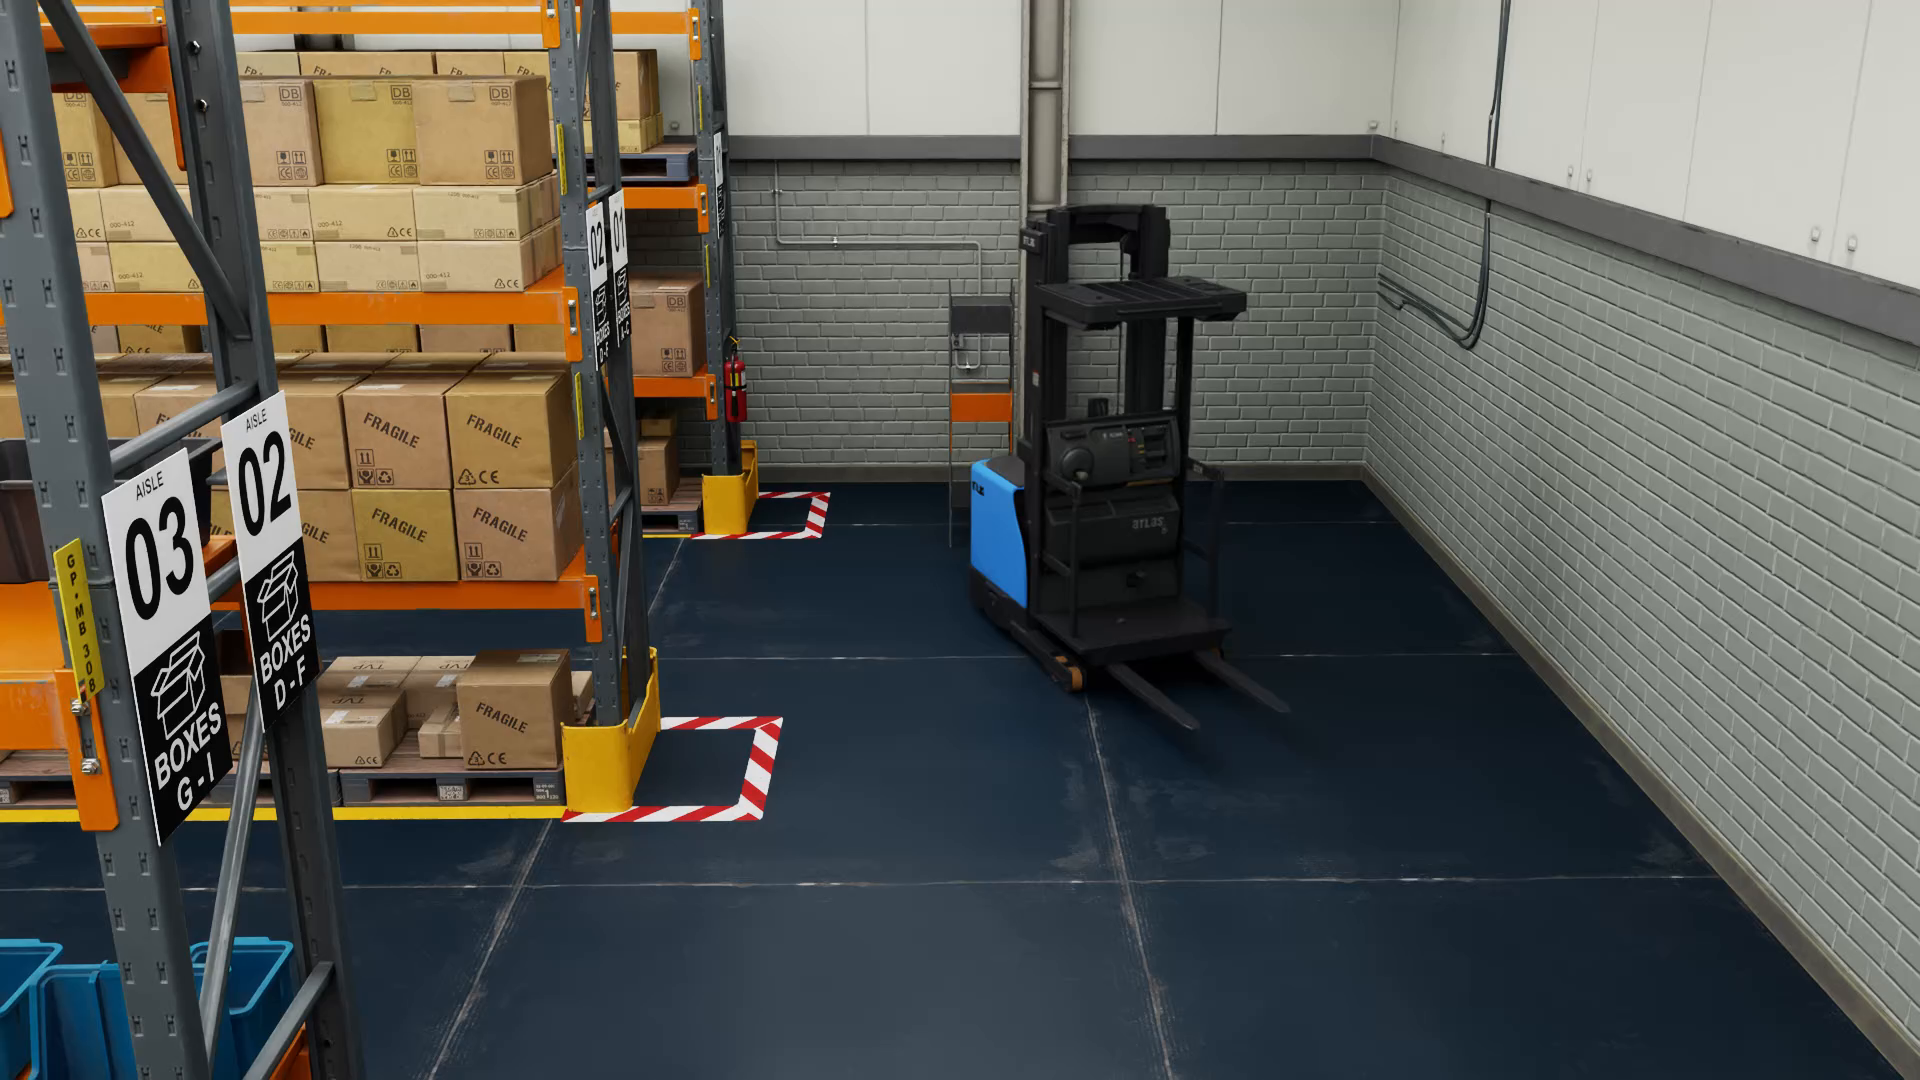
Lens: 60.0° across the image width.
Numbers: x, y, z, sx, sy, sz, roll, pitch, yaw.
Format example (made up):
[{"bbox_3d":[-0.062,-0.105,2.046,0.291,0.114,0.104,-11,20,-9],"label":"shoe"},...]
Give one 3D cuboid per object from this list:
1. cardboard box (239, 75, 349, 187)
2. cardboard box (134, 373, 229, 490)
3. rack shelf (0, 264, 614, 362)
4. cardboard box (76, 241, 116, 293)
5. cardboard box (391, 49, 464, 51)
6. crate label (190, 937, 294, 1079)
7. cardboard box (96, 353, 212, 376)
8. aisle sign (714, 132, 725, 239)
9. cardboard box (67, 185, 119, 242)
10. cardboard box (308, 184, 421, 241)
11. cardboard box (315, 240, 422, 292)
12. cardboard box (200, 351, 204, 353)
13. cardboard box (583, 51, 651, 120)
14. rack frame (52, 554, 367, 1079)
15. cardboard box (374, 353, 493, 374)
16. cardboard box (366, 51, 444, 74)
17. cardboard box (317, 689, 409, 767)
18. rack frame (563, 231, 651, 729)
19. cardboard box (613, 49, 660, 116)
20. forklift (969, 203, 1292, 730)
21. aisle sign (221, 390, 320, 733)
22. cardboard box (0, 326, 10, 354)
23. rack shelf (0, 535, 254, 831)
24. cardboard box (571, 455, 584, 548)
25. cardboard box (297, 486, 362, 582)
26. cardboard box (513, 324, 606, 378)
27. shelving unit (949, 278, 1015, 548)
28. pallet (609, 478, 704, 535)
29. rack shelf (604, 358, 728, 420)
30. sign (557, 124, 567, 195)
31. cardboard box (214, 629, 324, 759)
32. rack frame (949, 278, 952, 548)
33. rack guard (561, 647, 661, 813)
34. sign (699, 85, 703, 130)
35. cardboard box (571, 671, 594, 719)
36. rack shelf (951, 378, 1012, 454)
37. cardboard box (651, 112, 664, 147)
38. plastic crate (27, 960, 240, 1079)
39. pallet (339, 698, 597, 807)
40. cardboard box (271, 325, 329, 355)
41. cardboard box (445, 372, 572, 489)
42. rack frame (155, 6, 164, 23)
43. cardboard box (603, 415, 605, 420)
[{"bbox_3d":[-3.402,-2.069,8.376,0.500,0.500,0.700,0,18,-1],"label":"cardboard box"},{"bbox_3d":[-3.866,-0.565,8.597,0.500,0.500,0.500,0,18,1],"label":"cardboard box"},{"bbox_3d":[-3.888,-1.212,8.684,4.000,0.370,1.077,0,18,-1],"label":"rack shelf"},{"bbox_3d":[-4.398,-1.404,8.348,0.500,0.250,0.500,0,18,-1],"label":"cardboard box"},{"bbox_3d":[-4.236,-3.678,13.359,0.500,0.500,0.500,-1,18,-3],"label":"cardboard box"},{"bbox_3d":[-2.066,1.328,4.672,0.303,0.233,0.416,0,18,-1],"label":"crate label"},{"bbox_3d":[-4.371,-0.728,9.106,0.500,0.500,0.500,0,18,0],"label":"cardboard box"},{"bbox_3d":[-1.894,-2.796,13.097,0.004,0.787,0.394,0,18,-1],"label":"aisle sign"},{"bbox_3d":[-4.398,-1.640,8.267,0.500,0.250,0.500,0,18,-1],"label":"cardboard box"},{"bbox_3d":[-2.898,-1.648,8.292,0.500,0.250,0.500,0,18,-1],"label":"cardboard box"},{"bbox_3d":[-2.898,-1.411,8.371,0.500,0.250,0.500,0,18,-1],"label":"cardboard box"},{"bbox_3d":[-6.304,-1.432,13.479,0.250,0.149,0.380,0,18,0],"label":"cardboard box"},{"bbox_3d":[-2.698,-3.524,12.878,0.500,0.500,0.500,0,18,-1],"label":"cardboard box"},{"bbox_3d":[-1.814,1.376,4.346,0.127,3.000,1.000,0,18,-1],"label":"rack frame"},{"bbox_3d":[-2.859,-0.734,9.123,0.500,0.500,0.500,0,18,0],"label":"cardboard box"},{"bbox_3d":[-4.245,-3.518,12.859,0.500,0.500,0.500,0,18,-1],"label":"cardboard box"},{"bbox_3d":[-3.379,1.037,9.186,0.500,0.250,0.500,0,18,-1],"label":"cardboard box"},{"bbox_3d":[-1.889,-0.136,9.062,0.127,3.000,1.000,0,18,-1],"label":"rack frame"},{"bbox_3d":[-2.704,-3.681,13.368,0.500,0.500,0.500,-1,18,-3],"label":"cardboard box"},{"bbox_3d":[1.075,-0.574,10.538,1.130,2.935,3.031,-7,19,-20],"label":"forklift"},{"bbox_3d":[-1.747,0.048,4.233,0.004,0.787,0.394,0,18,-1],"label":"aisle sign"},{"bbox_3d":[-7.440,-1.744,13.391,0.500,0.500,0.500,0,18,-1],"label":"cardboard box"},{"bbox_3d":[-3.814,0.300,3.968,4.000,0.370,1.077,0,18,-1],"label":"rack shelf"},{"bbox_3d":[-2.336,-0.262,9.291,0.500,0.500,0.500,0,18,0],"label":"cardboard box"},{"bbox_3d":[-3.350,-0.094,8.767,0.500,0.500,0.500,0,18,0],"label":"cardboard box"},{"bbox_3d":[-3.208,-1.780,13.694,0.700,0.700,0.980,0,18,-1],"label":"cardboard box"},{"bbox_3d":[0.165,-1.001,13.229,0.503,2.100,0.431,0,18,-1],"label":"shelving unit"},{"bbox_3d":[-2.769,-0.294,14.118,1.213,0.211,1.003,0,18,-1],"label":"pallet"},{"bbox_3d":[-3.970,-1.297,13.858,4.000,0.370,1.077,0,18,-1],"label":"rack shelf"},{"bbox_3d":[-1.900,-1.817,7.940,0.005,0.325,0.100,0,18,-1],"label":"sign"},{"bbox_3d":[-4.010,0.851,9.349,0.637,0.503,0.797,0,18,-1],"label":"cardboard box"},{"bbox_3d":[-0.078,-0.999,13.226,0.015,2.100,0.400,0,18,-1],"label":"rack frame"},{"bbox_3d":[-1.965,1.054,9.443,0.348,0.500,1.175,0,18,-1],"label":"rack guard"},{"bbox_3d":[-1.976,-3.296,12.680,0.005,0.325,0.100,0,18,-1],"label":"sign"},{"bbox_3d":[-2.313,0.909,9.751,0.250,0.149,0.380,0,18,-1],"label":"cardboard box"},{"bbox_3d":[0.165,-0.988,13.233,0.480,0.518,0.431,0,18,-1],"label":"rack shelf"},{"bbox_3d":[-2.704,-3.325,13.486,0.500,0.250,0.500,1,18,2],"label":"cardboard box"},{"bbox_3d":[-2.146,1.390,4.149,0.499,0.435,0.616,0,18,-1],"label":"plastic crate"},{"bbox_3d":[-2.762,1.196,9.474,1.213,0.211,1.003,0,18,-1],"label":"pallet"},{"bbox_3d":[-5.427,-1.770,13.665,0.700,0.700,0.980,0,18,0],"label":"cardboard box"},{"bbox_3d":[-2.329,-0.574,8.626,0.500,0.500,0.500,0,18,-1],"label":"cardboard box"},{"bbox_3d":[-5.970,-4.487,12.802,0.127,3.000,1.000,0,18,-1],"label":"rack frame"},{"bbox_3d":[-3.054,-0.993,14.075,0.250,0.149,0.380,0,18,-1],"label":"cardboard box"}]
